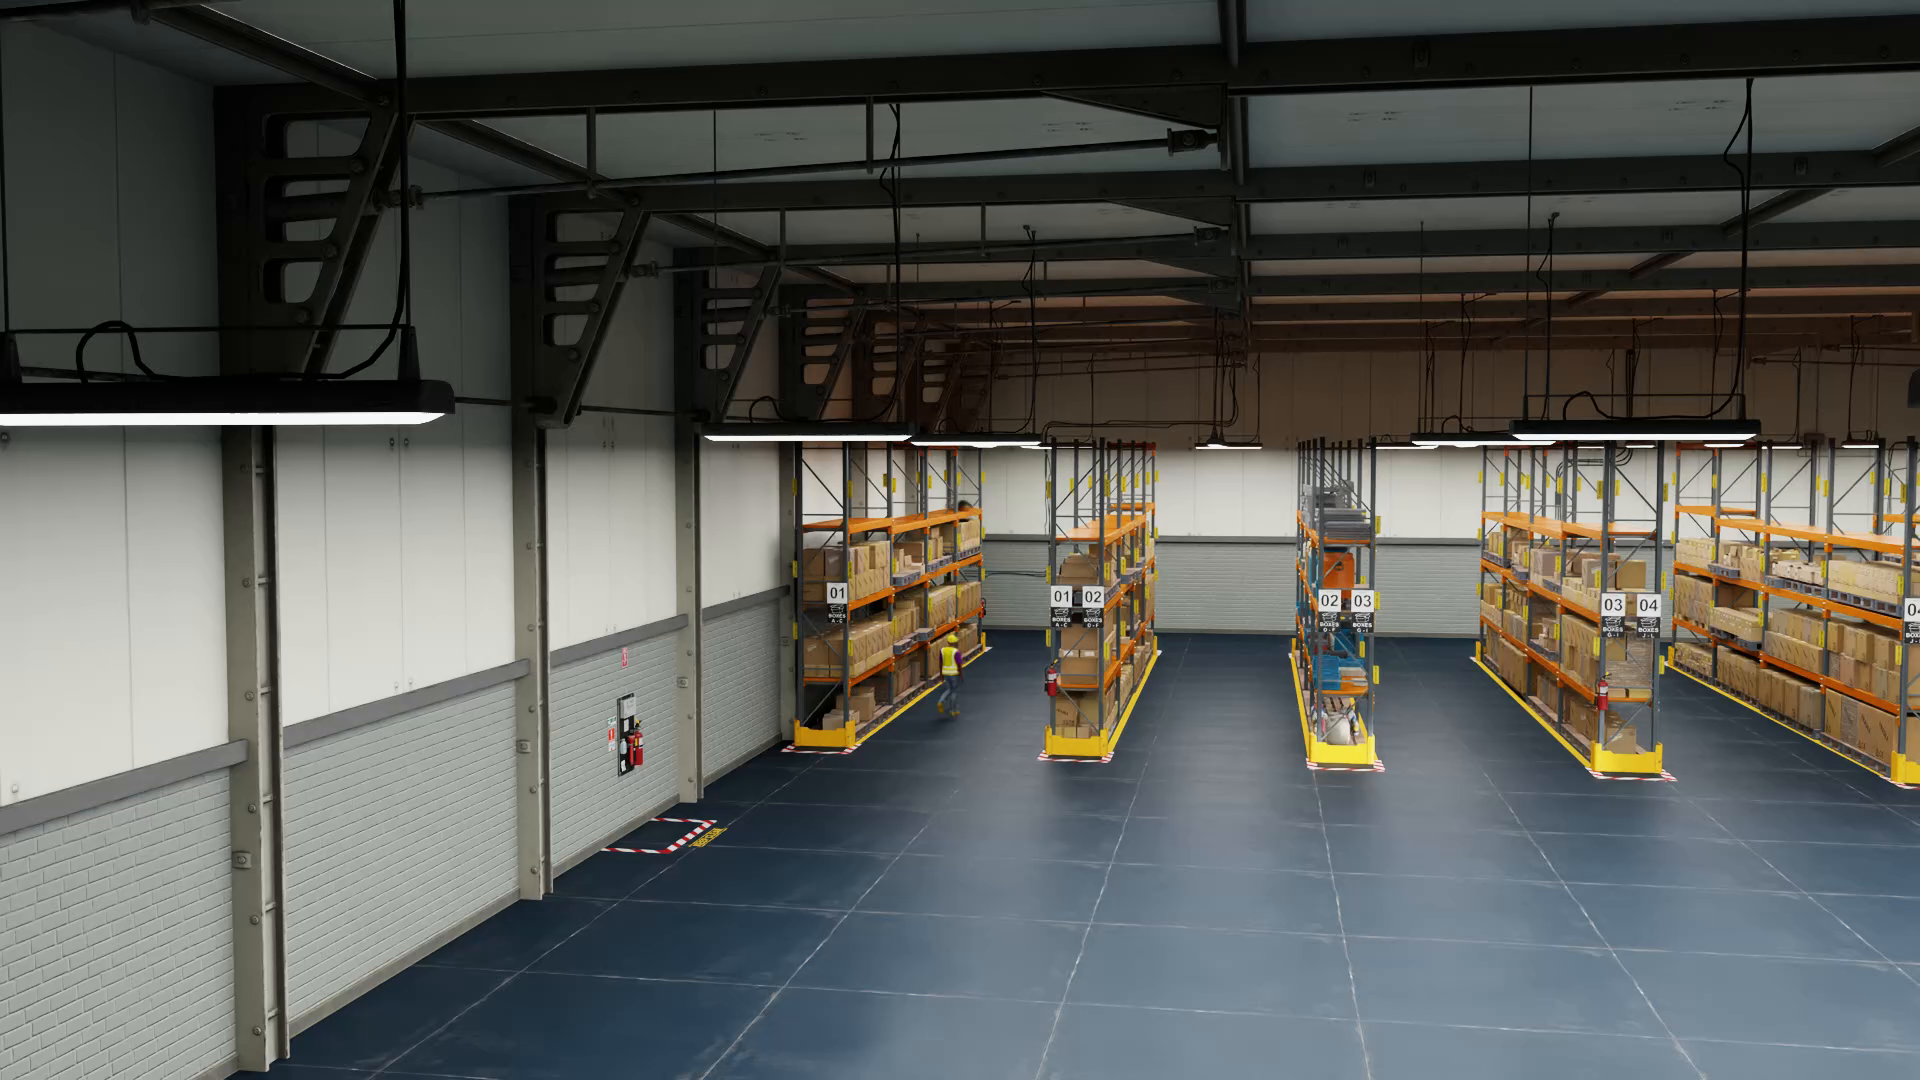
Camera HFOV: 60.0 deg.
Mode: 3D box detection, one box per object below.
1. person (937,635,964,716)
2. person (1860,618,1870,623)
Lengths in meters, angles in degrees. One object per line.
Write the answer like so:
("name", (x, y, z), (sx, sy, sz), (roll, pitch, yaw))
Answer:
("person", (-0.207, 2.925, 35.987), (0.582, 1.758, 0.603), (3, 4, 42))
("person", (25.460, 2.413, 46.585), (0.380, 1.743, 0.543), (-2, 4, -35))
